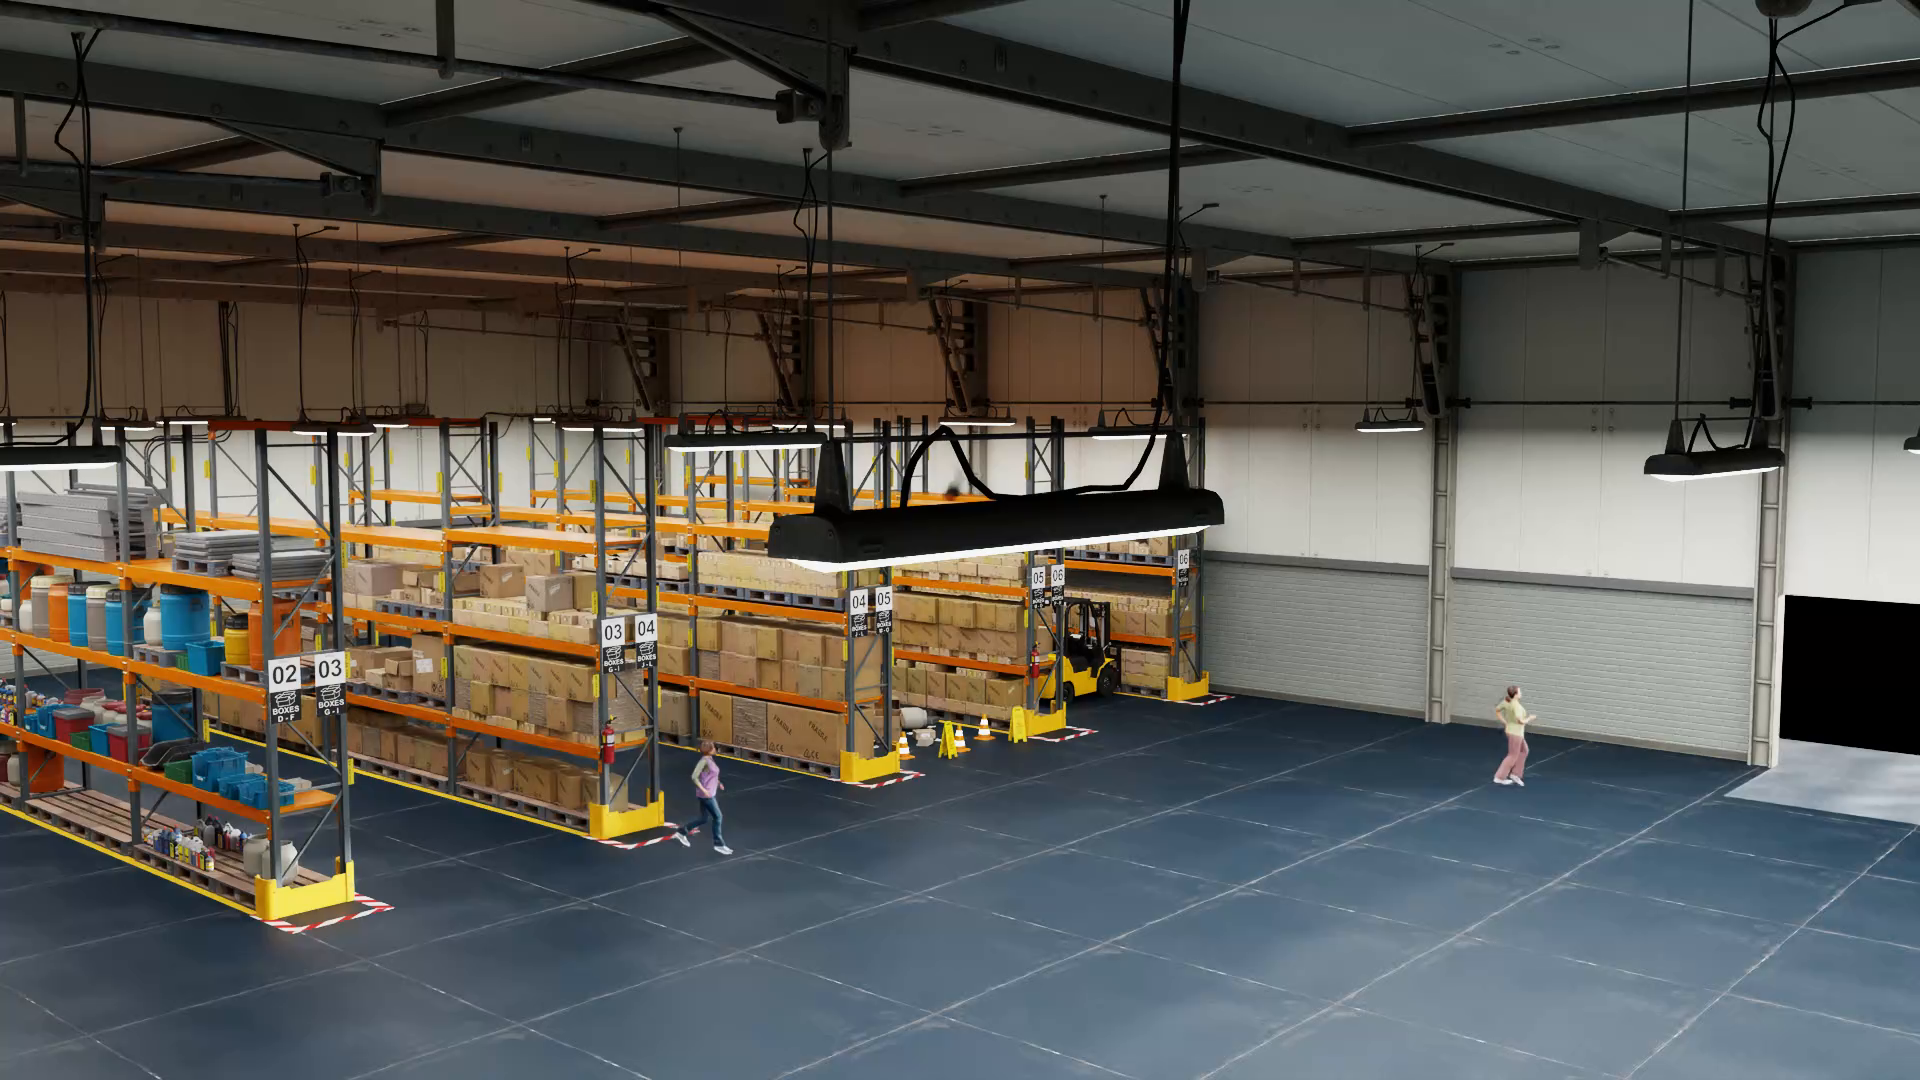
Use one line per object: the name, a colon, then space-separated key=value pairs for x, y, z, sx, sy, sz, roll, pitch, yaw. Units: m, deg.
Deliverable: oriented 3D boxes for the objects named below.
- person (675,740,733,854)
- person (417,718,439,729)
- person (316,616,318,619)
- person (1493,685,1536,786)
person: x=-3.604 y=3.607 z=23.354 sx=0.822 sy=1.607 sz=0.559 roll=0 pitch=5 yaw=-5
person: x=-10.034 y=2.829 z=31.523 sx=0.685 sy=1.807 sz=0.659 roll=3 pitch=6 yaw=36
person: x=-15.050 y=2.314 z=38.922 sx=0.527 sy=1.603 sz=0.691 roll=-5 pitch=7 yaw=-45
person: x=9.102 y=3.229 z=27.322 sx=0.670 sy=1.705 sz=0.558 roll=0 pitch=5 yaw=-3
